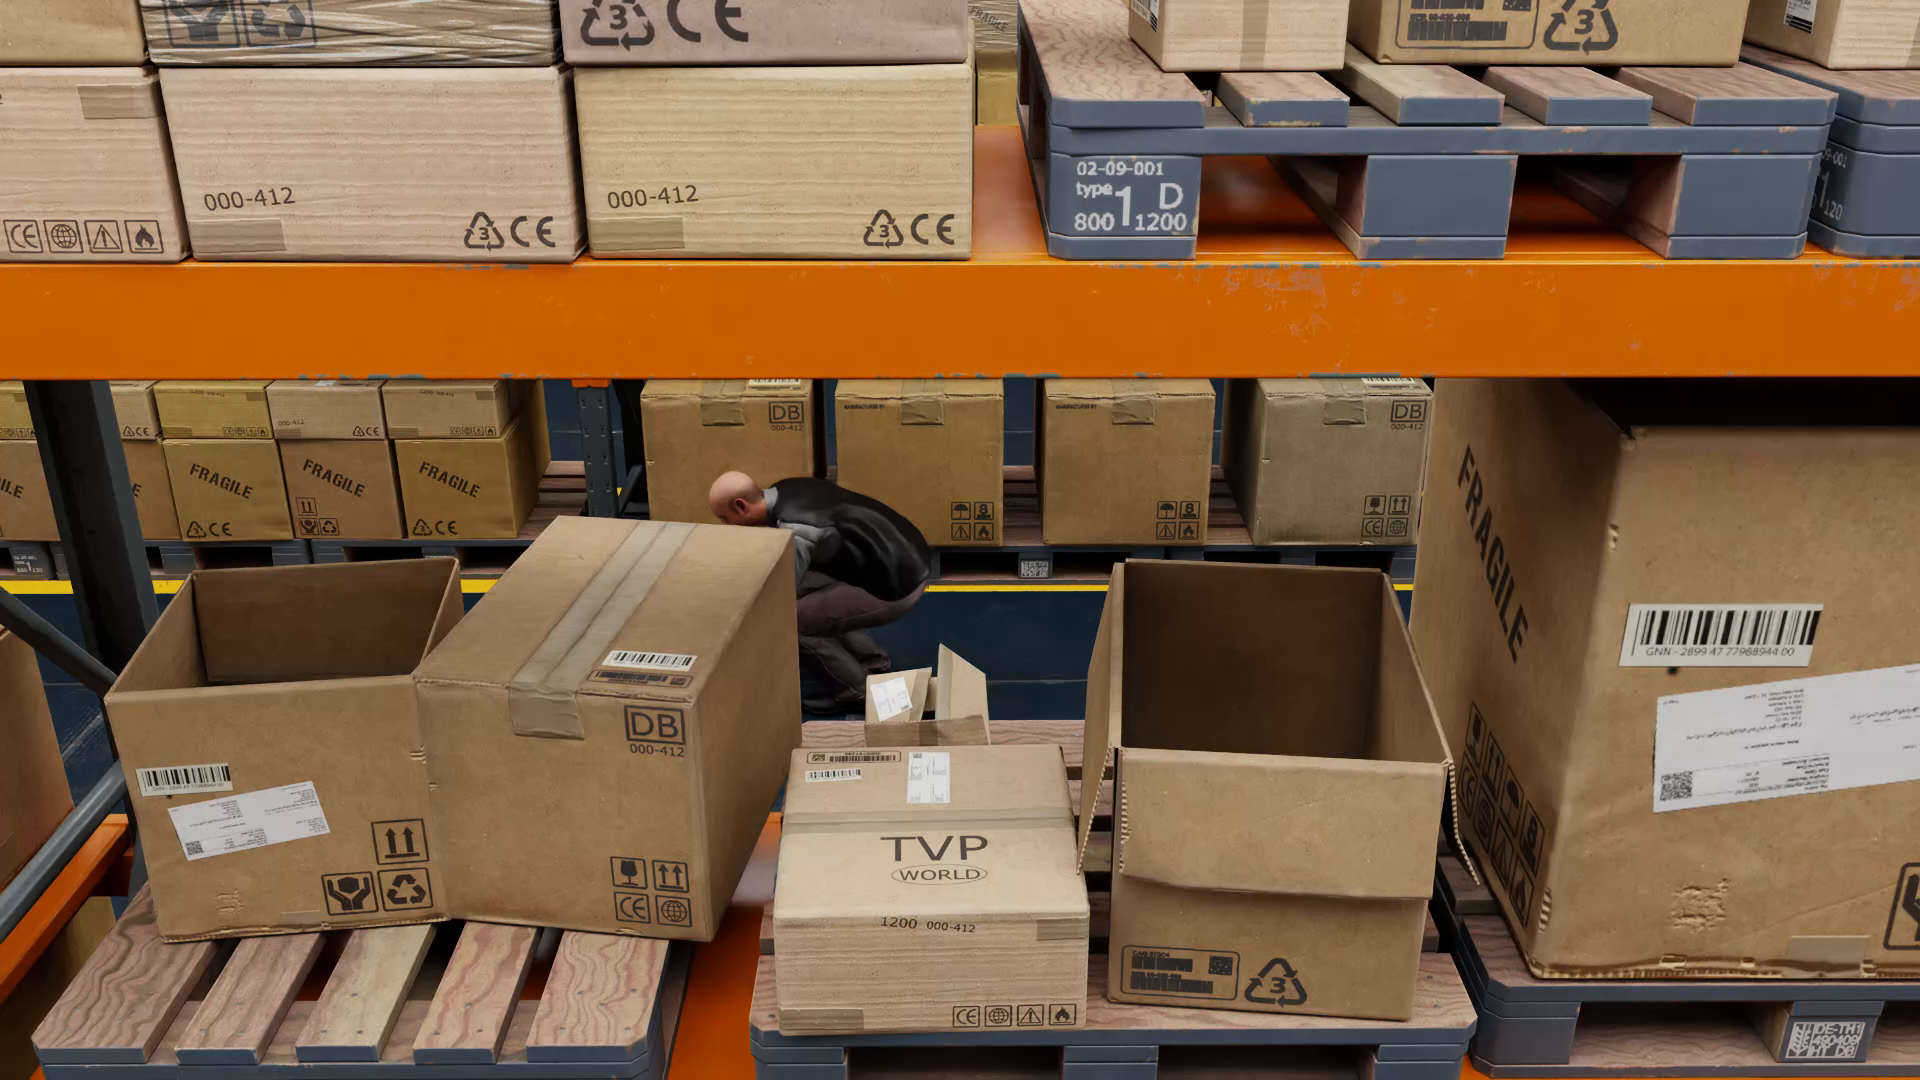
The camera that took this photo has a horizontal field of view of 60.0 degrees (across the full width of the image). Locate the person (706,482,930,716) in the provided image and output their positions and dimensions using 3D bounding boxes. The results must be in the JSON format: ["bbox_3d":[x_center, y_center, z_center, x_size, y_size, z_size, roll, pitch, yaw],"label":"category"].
[{"bbox_3d":[-0.549,0.232,6.614,0.860,0.911,0.546,0,24,-1],"label":"person"}]
